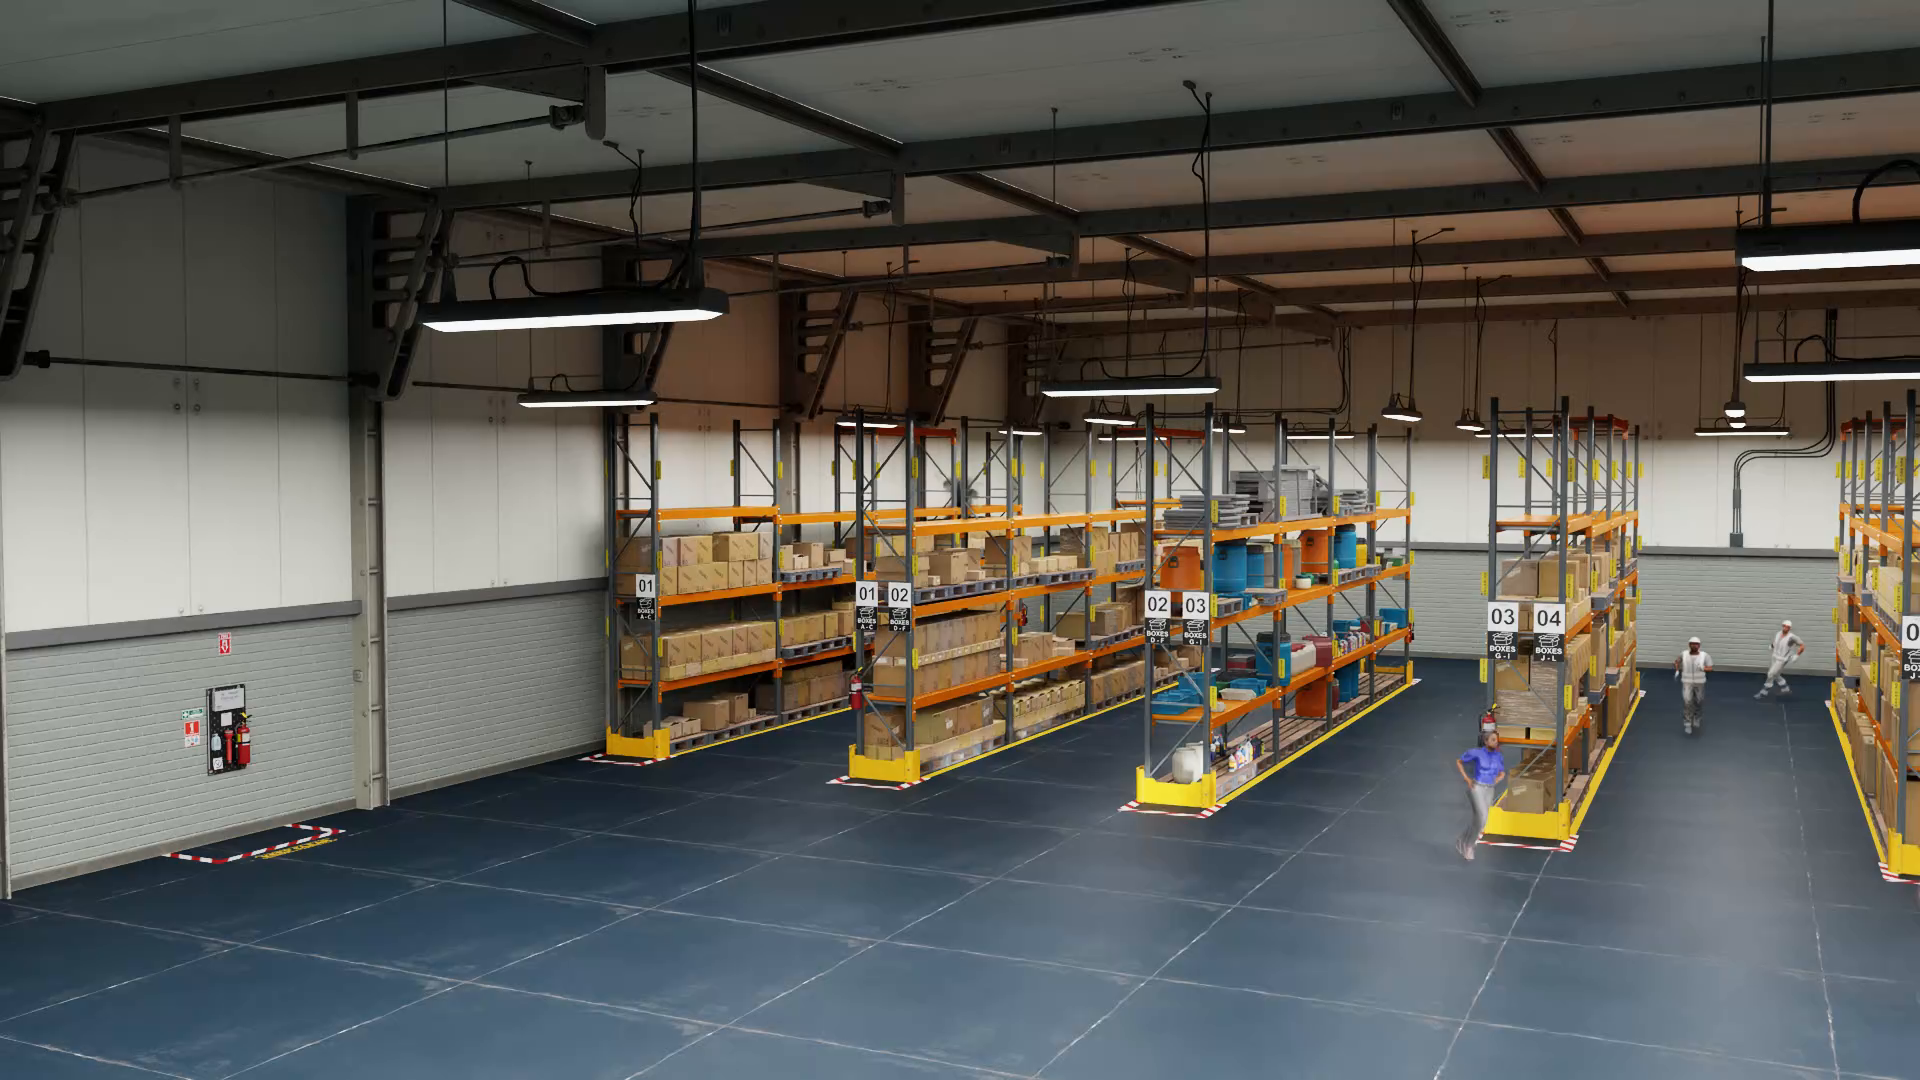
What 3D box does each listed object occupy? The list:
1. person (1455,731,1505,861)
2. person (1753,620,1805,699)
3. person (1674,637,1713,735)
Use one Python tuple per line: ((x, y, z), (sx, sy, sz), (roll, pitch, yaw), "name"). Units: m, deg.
((6.741, 3.300, 21.515), (0.596, 1.678, 0.634), (-1, 3, -24), "person")
((17.798, 2.606, 36.153), (0.842, 1.747, 0.648), (0, 2, -7), "person")
((14.010, 2.755, 31.762), (0.671, 1.818, 0.897), (1, 3, 22), "person")
